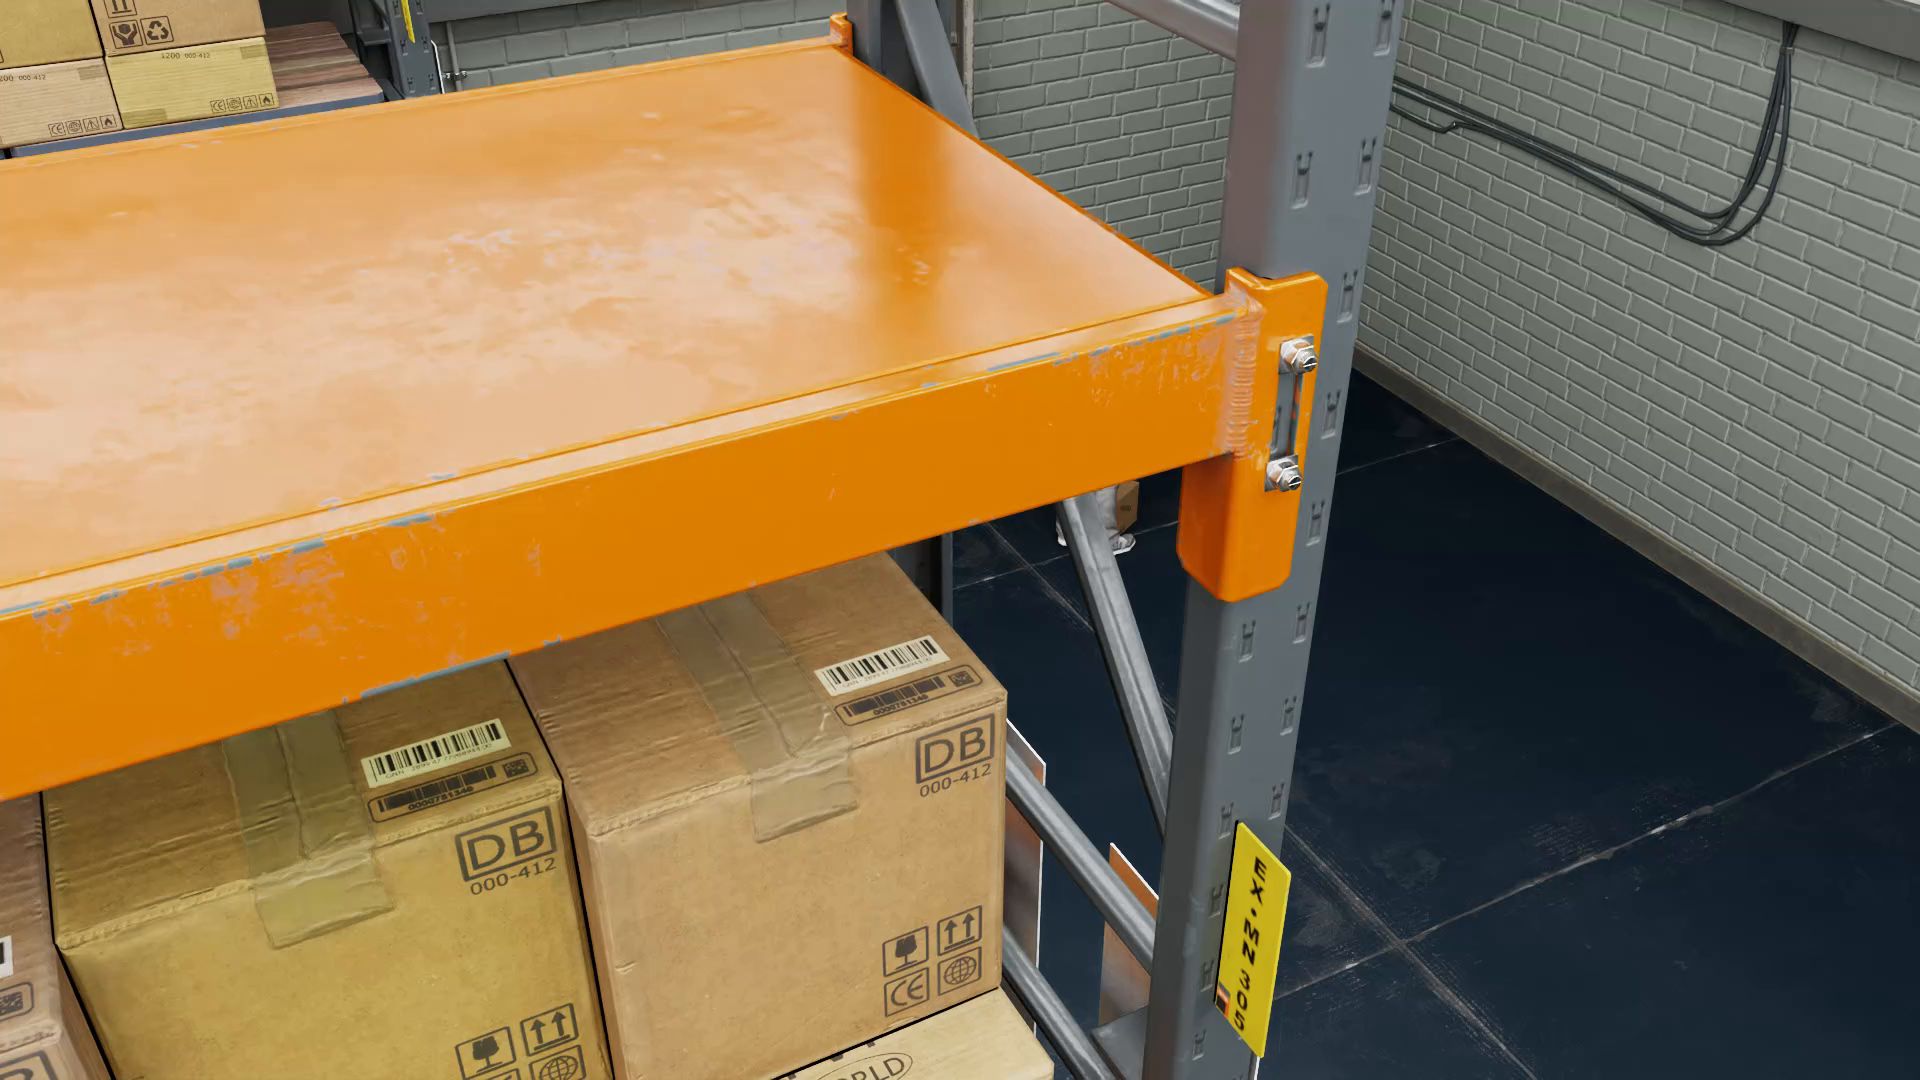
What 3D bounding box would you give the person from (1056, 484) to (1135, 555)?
[{"bbox_3d":[0.683,-0.641,8.587,0.460,1.593,0.348,22,40,30],"label":"person"}]
